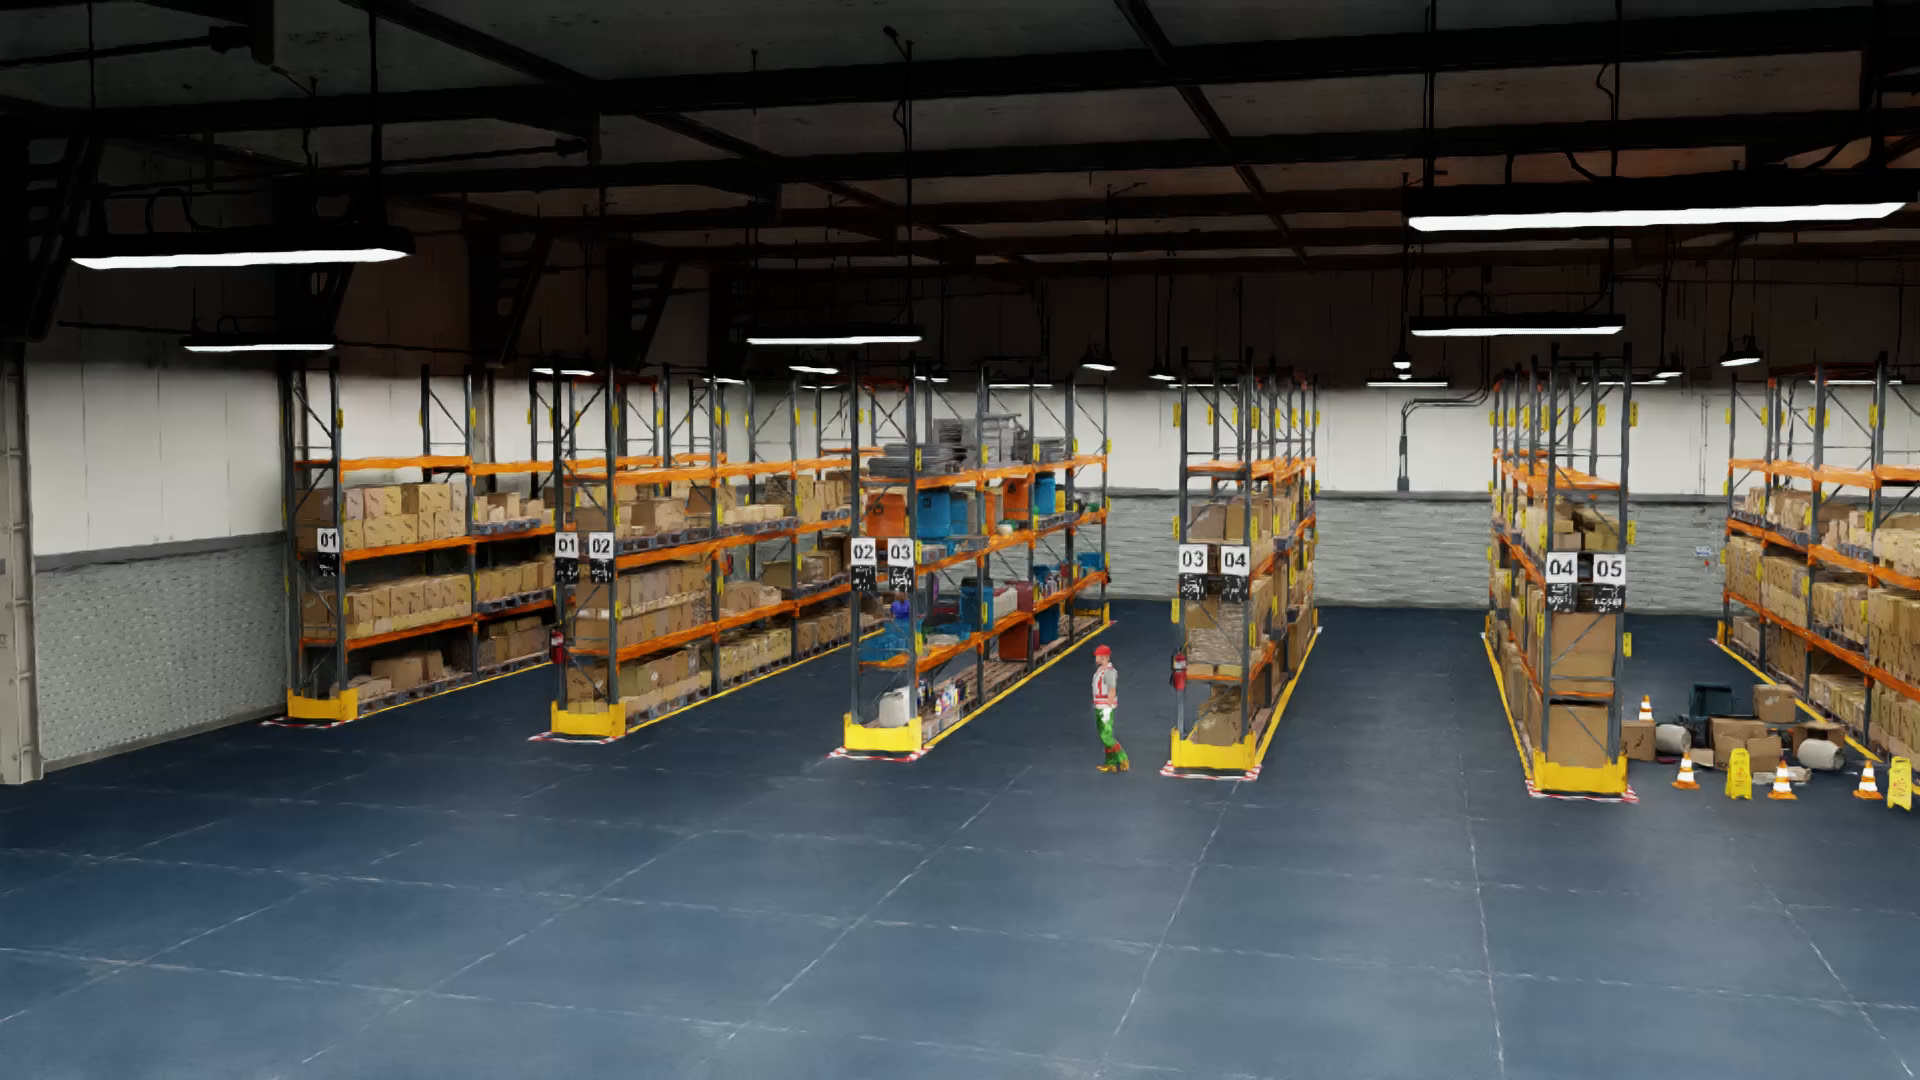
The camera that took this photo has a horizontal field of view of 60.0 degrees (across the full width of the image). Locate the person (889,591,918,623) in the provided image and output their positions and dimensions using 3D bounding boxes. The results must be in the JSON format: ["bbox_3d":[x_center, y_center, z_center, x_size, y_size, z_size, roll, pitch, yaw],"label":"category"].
[{"bbox_3d":[-1.135,1.756,33.420,0.593,1.603,0.509,1,4,13],"label":"person"}]

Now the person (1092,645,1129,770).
[{"bbox_3d":[2.125,2.378,23.489,0.462,1.780,0.698,-1,4,-15],"label":"person"}]

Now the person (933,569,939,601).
[{"bbox_3d":[-0.644,1.313,39.149,0.341,1.605,0.559,0,4,5],"label":"person"}]

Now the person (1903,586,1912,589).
[{"bbox_3d":[22.121,1.359,38.558,0.450,1.588,1.083,1,4,18],"label":"person"}]
